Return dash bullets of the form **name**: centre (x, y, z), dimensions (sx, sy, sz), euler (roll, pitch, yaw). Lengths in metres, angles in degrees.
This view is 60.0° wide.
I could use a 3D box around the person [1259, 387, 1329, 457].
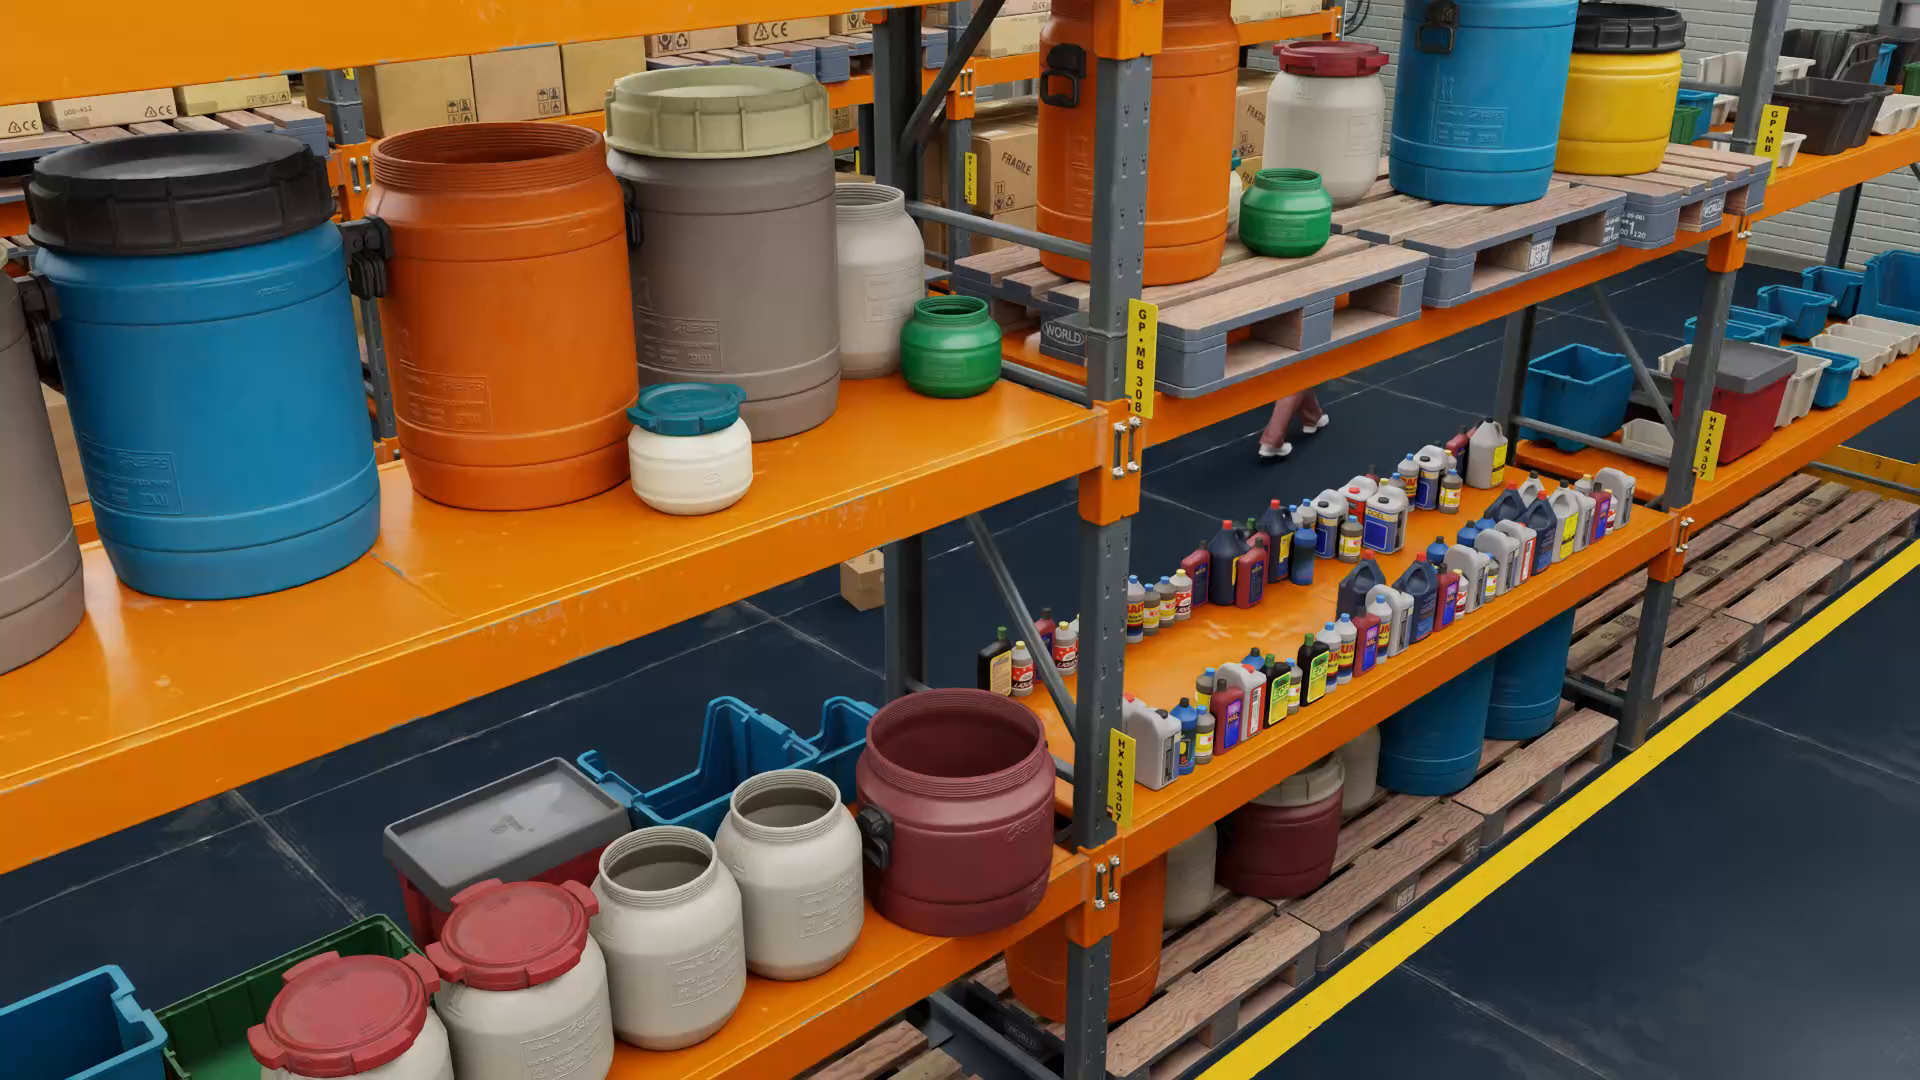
- **person**: centre (2.466, -1.439, 11.757), dimensions (1.002, 1.611, 0.453), euler (-22, 32, -39)
